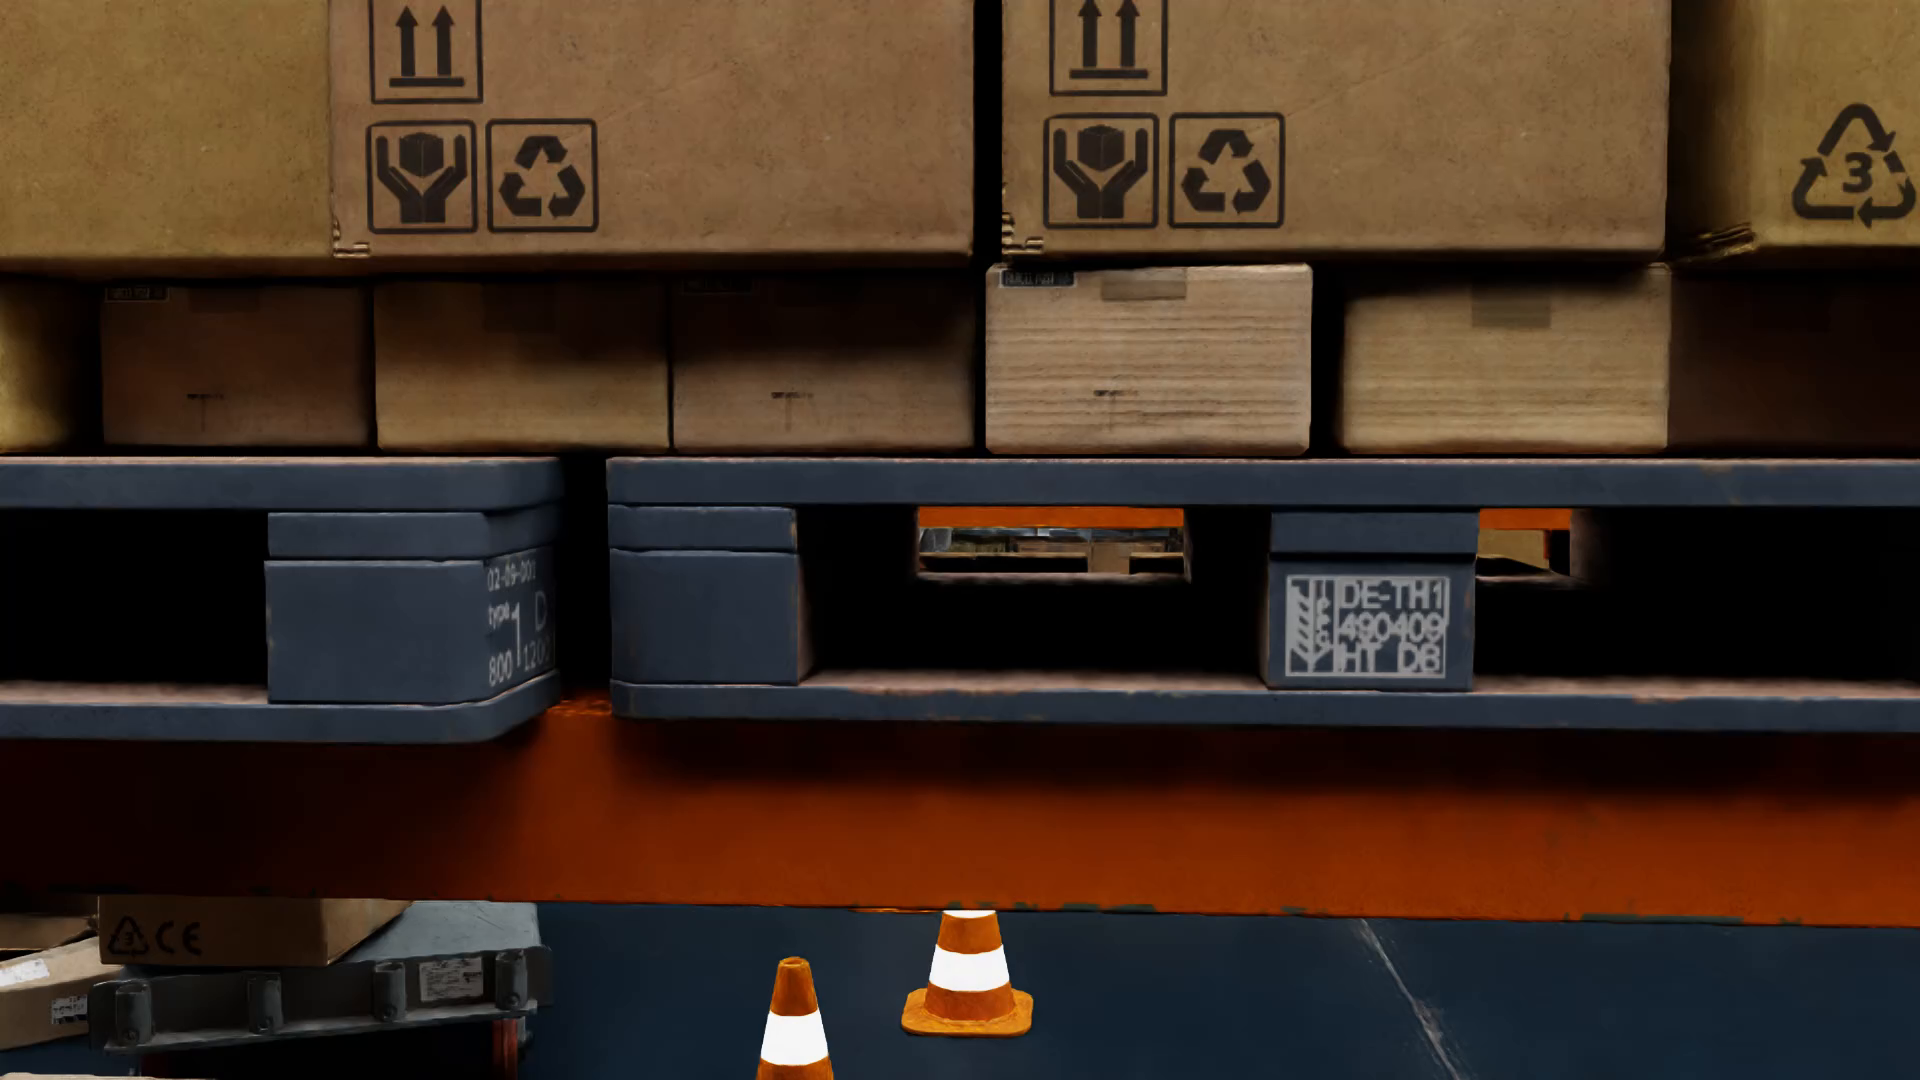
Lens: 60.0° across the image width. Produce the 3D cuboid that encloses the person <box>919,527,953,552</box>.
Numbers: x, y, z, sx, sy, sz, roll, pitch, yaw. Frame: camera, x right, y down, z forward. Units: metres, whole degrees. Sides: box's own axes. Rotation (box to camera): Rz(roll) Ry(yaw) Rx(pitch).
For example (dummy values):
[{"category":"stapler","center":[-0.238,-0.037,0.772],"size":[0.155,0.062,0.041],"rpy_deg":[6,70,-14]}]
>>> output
[{"category":"person","center":[-0.209,-0.054,10.078],"size":[0.680,1.757,0.556],"rpy_deg":[-1,4,-16]}]
